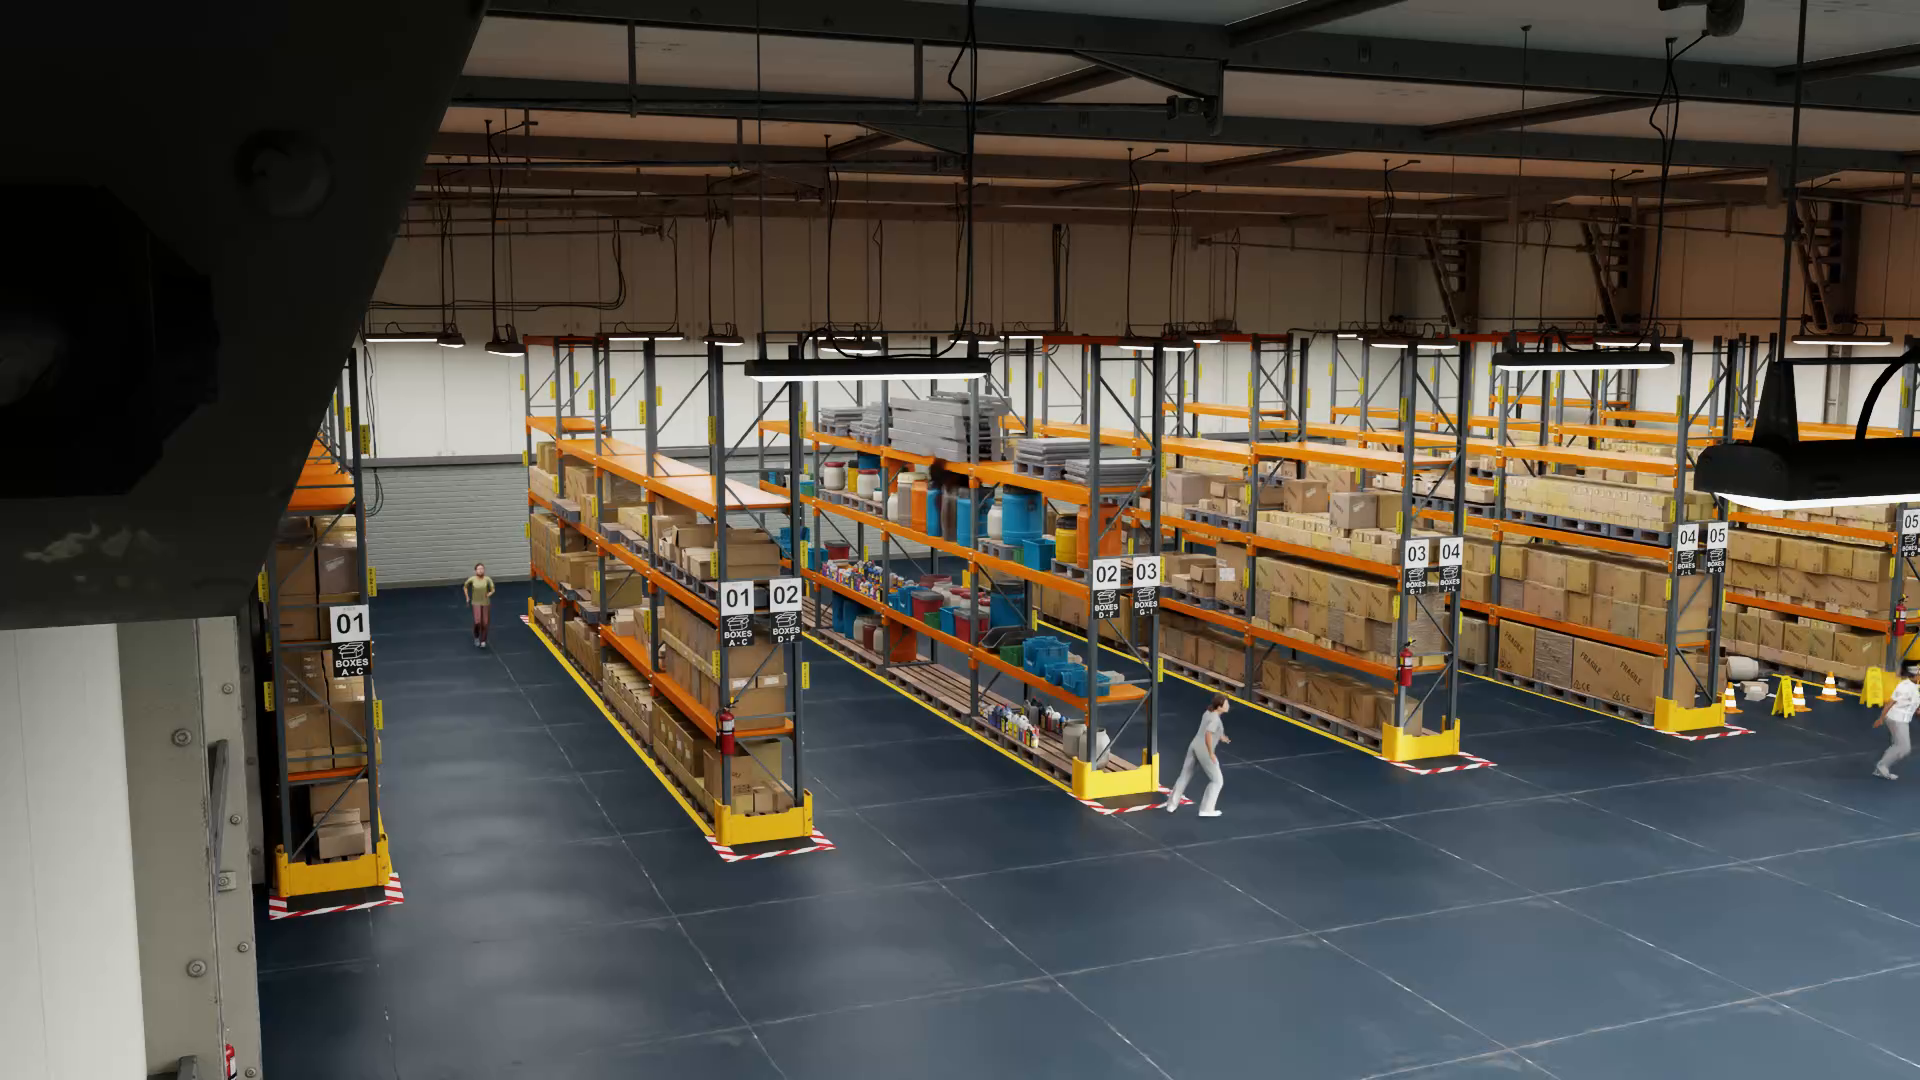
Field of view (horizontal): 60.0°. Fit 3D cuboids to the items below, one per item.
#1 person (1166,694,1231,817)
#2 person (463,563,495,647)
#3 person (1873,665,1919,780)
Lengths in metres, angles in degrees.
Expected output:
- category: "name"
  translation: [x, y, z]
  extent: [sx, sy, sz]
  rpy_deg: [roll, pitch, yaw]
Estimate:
- category: "person"
  translation: [3.084, 2.741, 21.246]
  extent: [0.855, 1.596, 0.637]
  rpy_deg: [-3, 8, -22]
- category: "person"
  translation: [-9.218, 1.258, 31.971]
  extent: [0.571, 1.633, 0.606]
  rpy_deg: [-3, 8, -22]
- category: "person"
  translation: [12.952, 2.510, 22.844]
  extent: [0.608, 1.611, 0.579]
  rpy_deg: [7, 10, 43]
